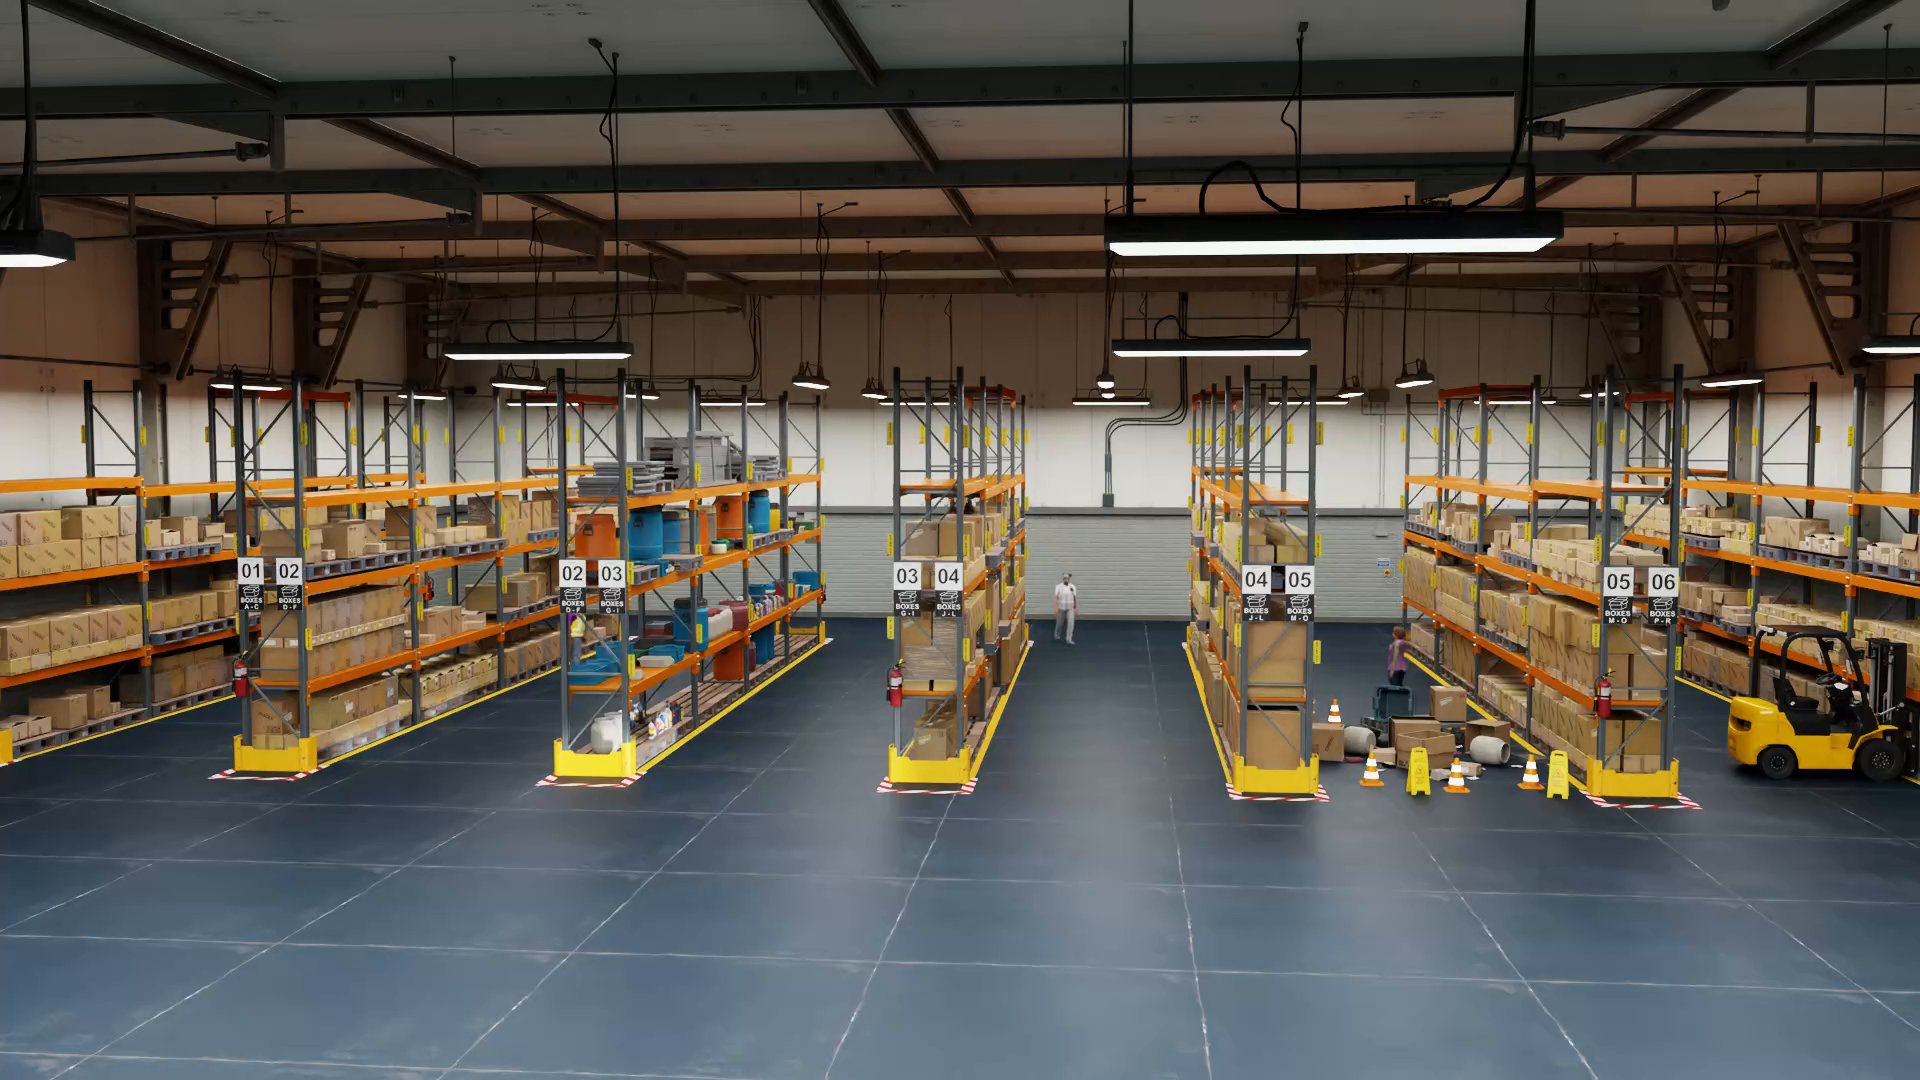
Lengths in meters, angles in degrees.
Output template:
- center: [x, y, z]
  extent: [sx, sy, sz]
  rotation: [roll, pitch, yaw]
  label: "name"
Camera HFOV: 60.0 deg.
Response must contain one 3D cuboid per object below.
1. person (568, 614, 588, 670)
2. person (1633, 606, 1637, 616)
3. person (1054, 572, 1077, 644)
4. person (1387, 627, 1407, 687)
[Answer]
- center: [-7.844, 2.005, 34.088]
  extent: [0.444, 1.786, 0.592]
  rotation: [0, 4, -3]
  label: "person"
- center: [12.762, 2.145, 31.945]
  extent: [0.517, 1.794, 0.628]
  rotation: [3, 5, 38]
  label: "person"
- center: [2.557, 1.636, 40.213]
  extent: [0.603, 1.730, 0.954]
  rotation: [0, 4, -7]
  label: "person"
- center: [7.863, 2.347, 30.000]
  extent: [0.422, 1.585, 0.533]
  rotation: [-2, 4, -34]
  label: "person"
